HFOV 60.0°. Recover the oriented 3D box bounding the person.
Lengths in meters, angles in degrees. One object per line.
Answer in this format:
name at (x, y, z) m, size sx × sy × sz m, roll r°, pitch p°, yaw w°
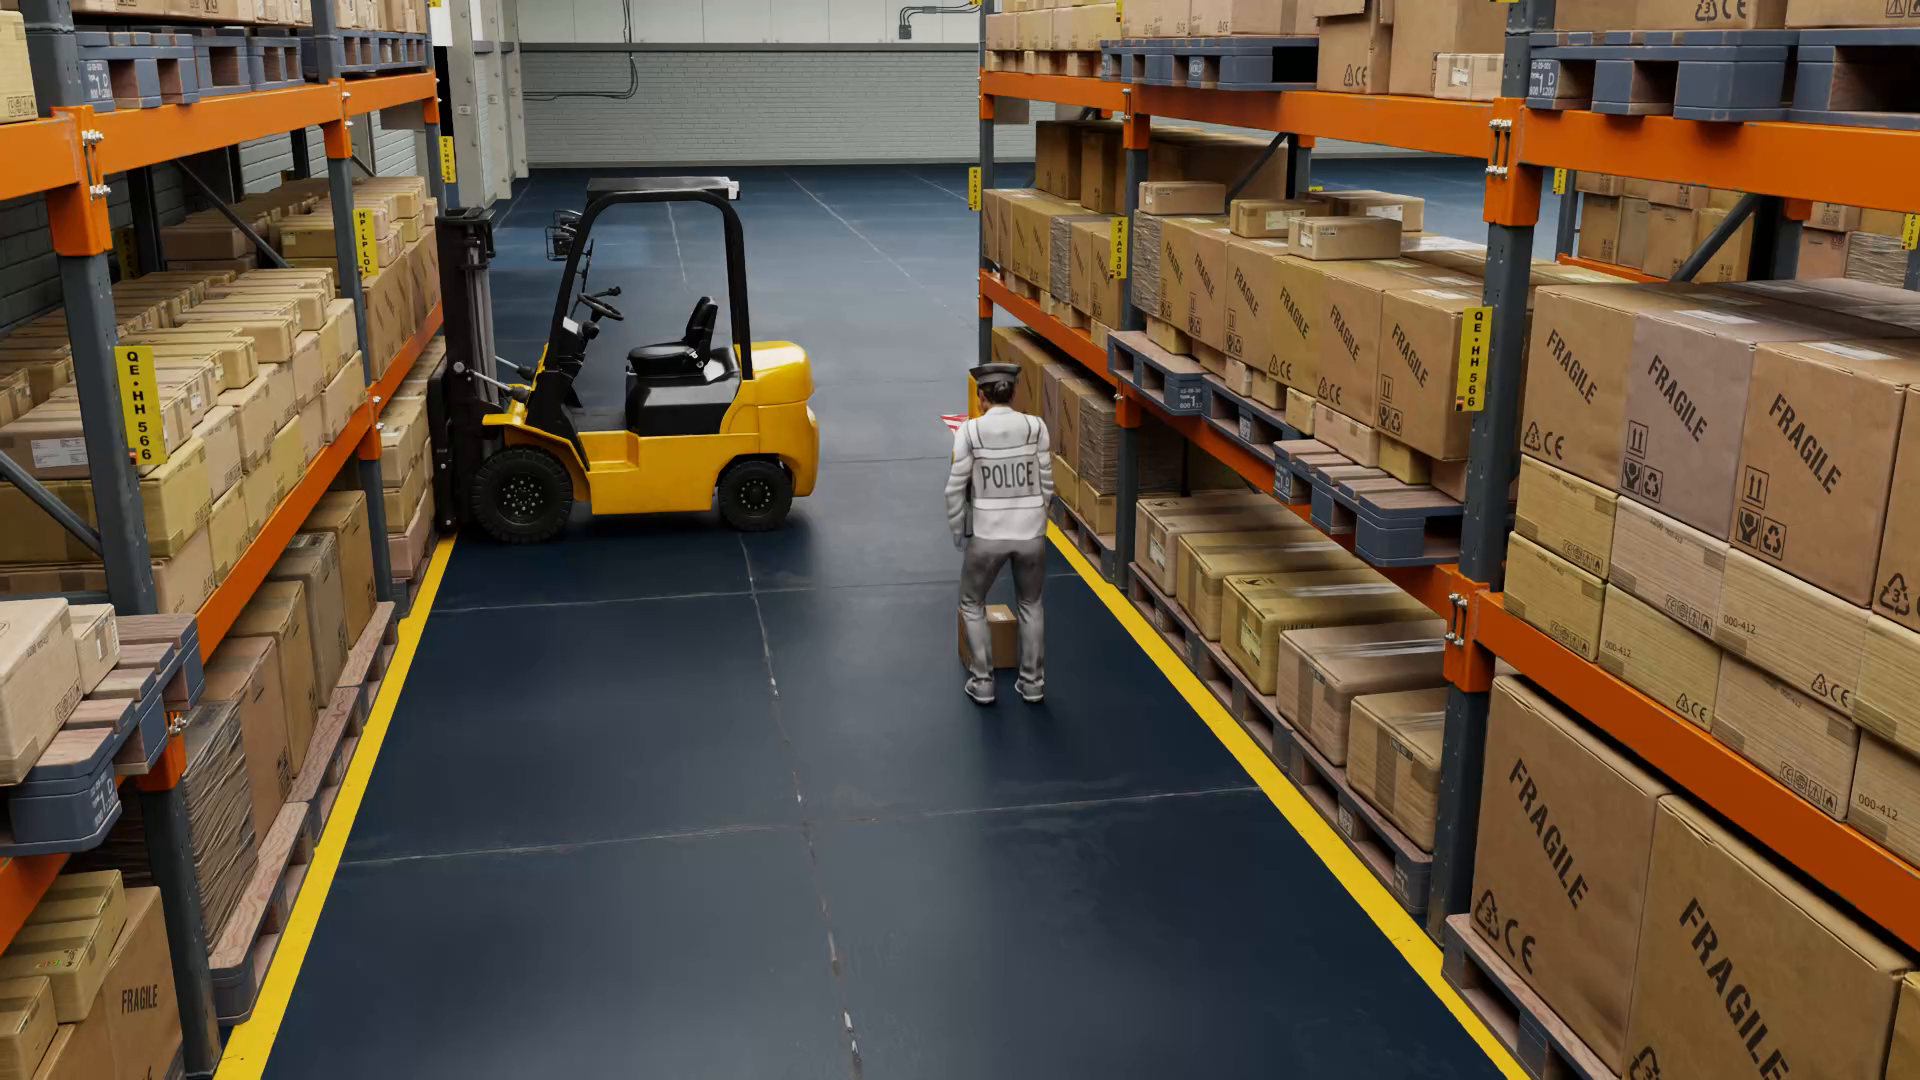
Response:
person at (0.181, -0.022, 7.741) m, size 0.508 × 1.604 × 0.485 m, roll -2°, pitch 17°, yaw -7°
